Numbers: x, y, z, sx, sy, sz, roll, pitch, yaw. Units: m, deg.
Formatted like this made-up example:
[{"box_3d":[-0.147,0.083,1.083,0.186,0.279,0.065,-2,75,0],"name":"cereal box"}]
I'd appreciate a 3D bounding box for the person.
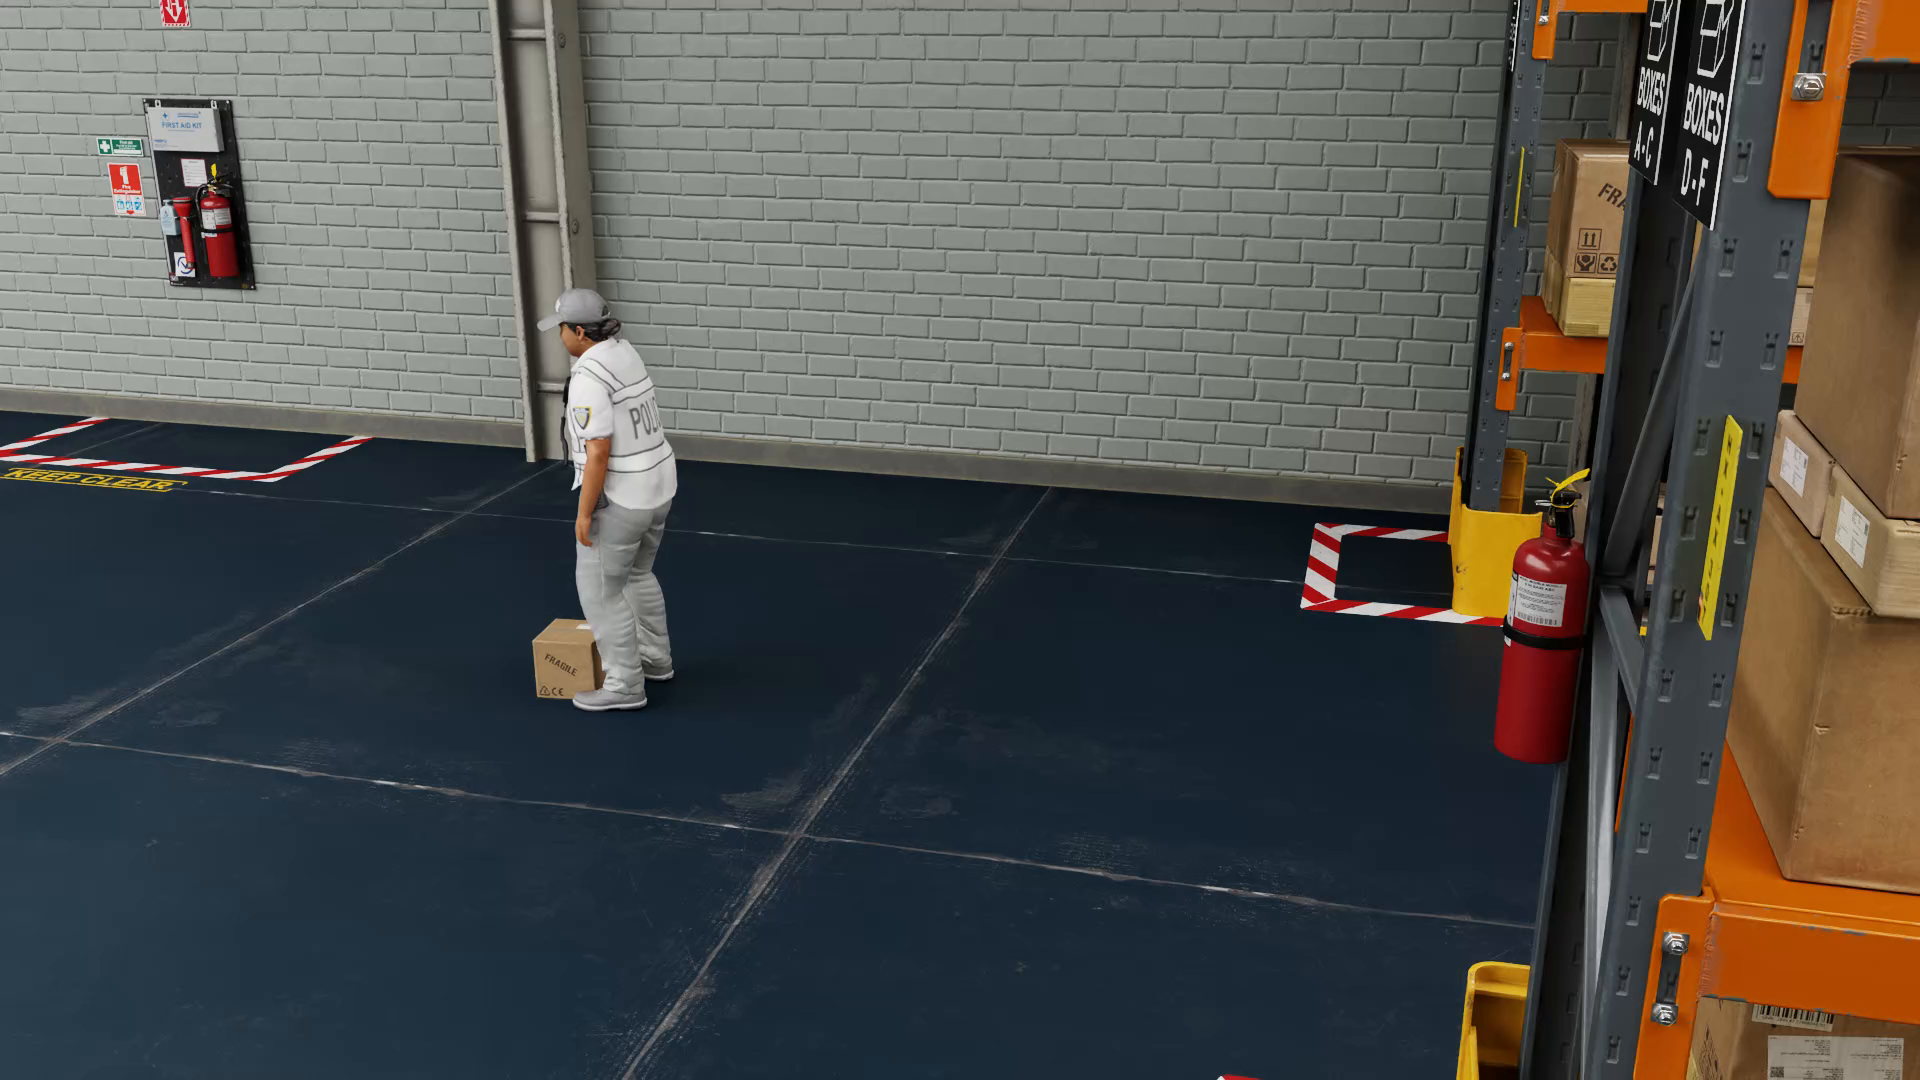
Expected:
[{"box_3d":[-1.368,-0.164,6.543,0.473,1.666,0.549,4,19,13],"name":"person"}]
